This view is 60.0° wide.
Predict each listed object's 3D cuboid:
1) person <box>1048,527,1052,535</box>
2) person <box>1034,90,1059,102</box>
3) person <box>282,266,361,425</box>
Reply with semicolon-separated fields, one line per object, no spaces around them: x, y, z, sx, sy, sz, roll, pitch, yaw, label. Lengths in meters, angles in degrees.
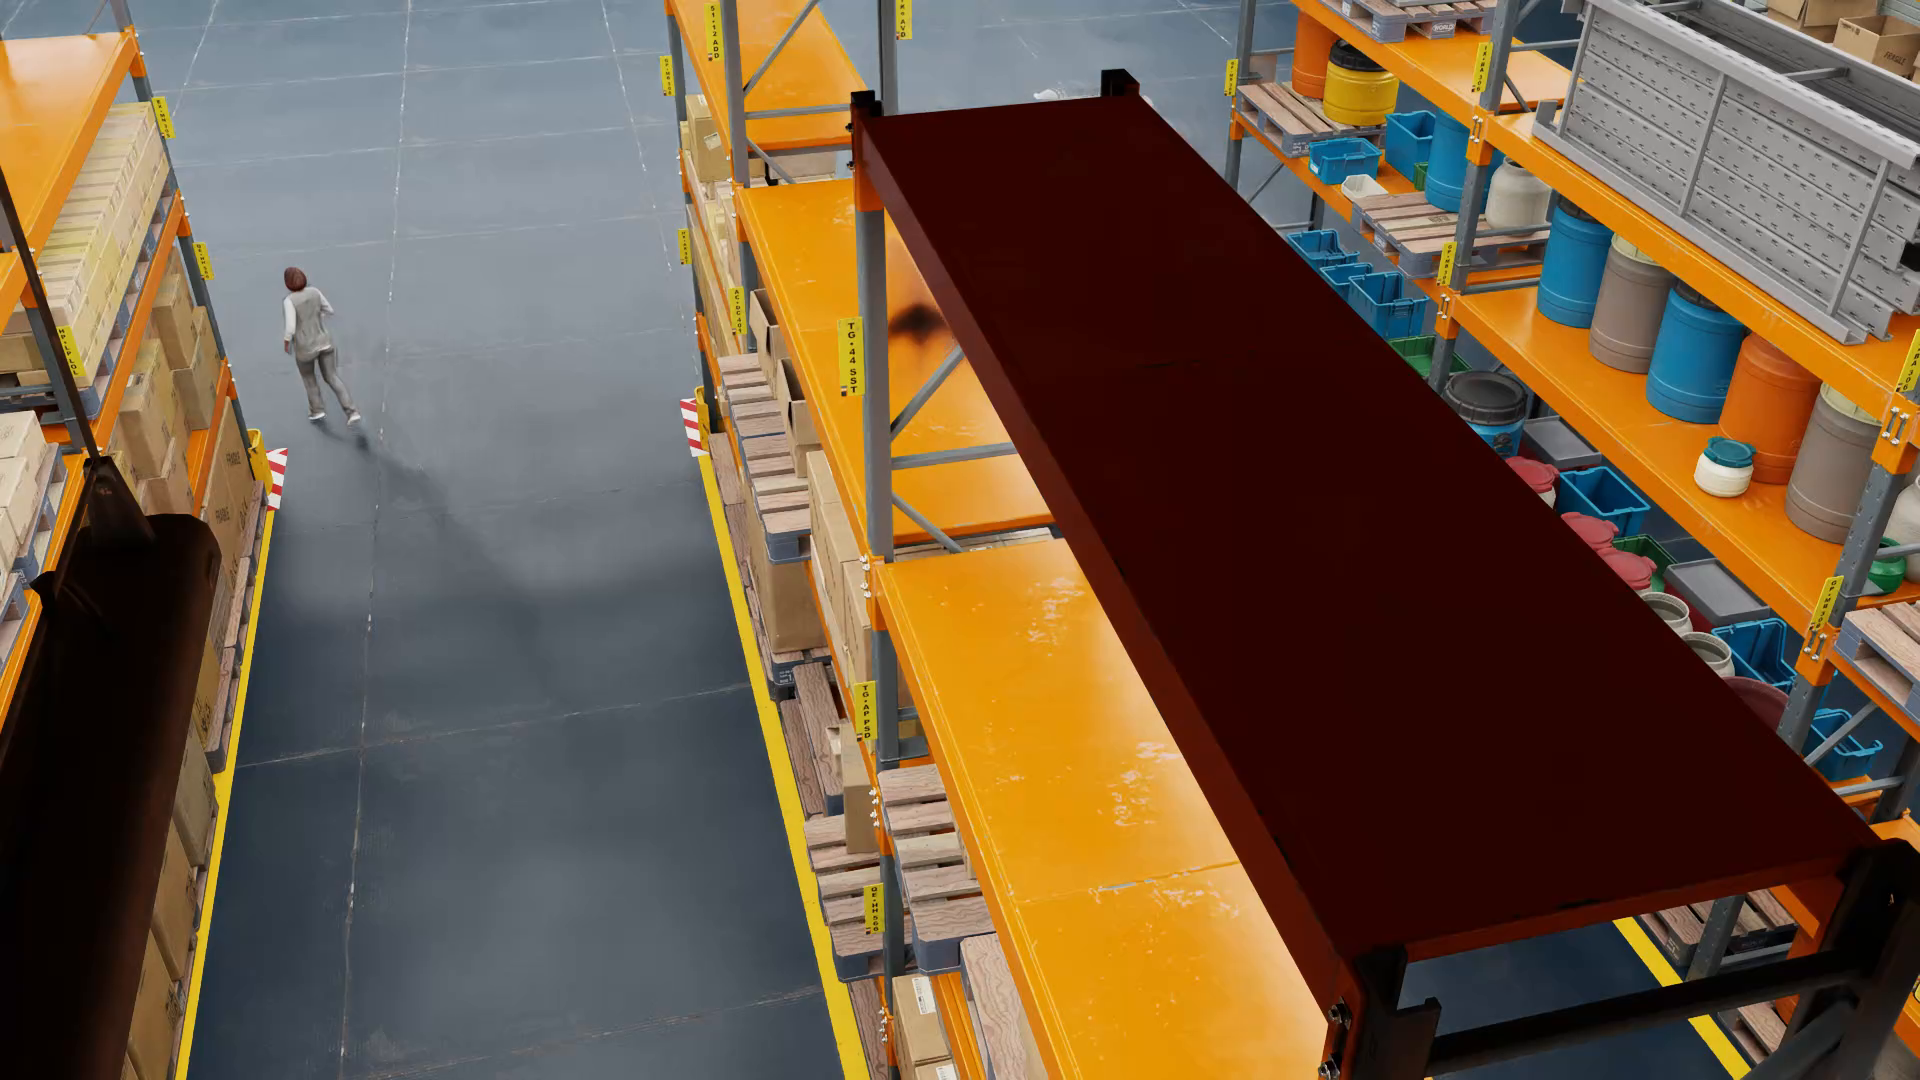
0.830;-0.433;13.166;0.658;1.706;0.971;-19;39;-25;person
0.976;-4.162;18.617;0.899;1.783;0.656;6;35;9;person
-5.896;-1.725;15.206;0.777;1.610;0.561;27;43;33;person
